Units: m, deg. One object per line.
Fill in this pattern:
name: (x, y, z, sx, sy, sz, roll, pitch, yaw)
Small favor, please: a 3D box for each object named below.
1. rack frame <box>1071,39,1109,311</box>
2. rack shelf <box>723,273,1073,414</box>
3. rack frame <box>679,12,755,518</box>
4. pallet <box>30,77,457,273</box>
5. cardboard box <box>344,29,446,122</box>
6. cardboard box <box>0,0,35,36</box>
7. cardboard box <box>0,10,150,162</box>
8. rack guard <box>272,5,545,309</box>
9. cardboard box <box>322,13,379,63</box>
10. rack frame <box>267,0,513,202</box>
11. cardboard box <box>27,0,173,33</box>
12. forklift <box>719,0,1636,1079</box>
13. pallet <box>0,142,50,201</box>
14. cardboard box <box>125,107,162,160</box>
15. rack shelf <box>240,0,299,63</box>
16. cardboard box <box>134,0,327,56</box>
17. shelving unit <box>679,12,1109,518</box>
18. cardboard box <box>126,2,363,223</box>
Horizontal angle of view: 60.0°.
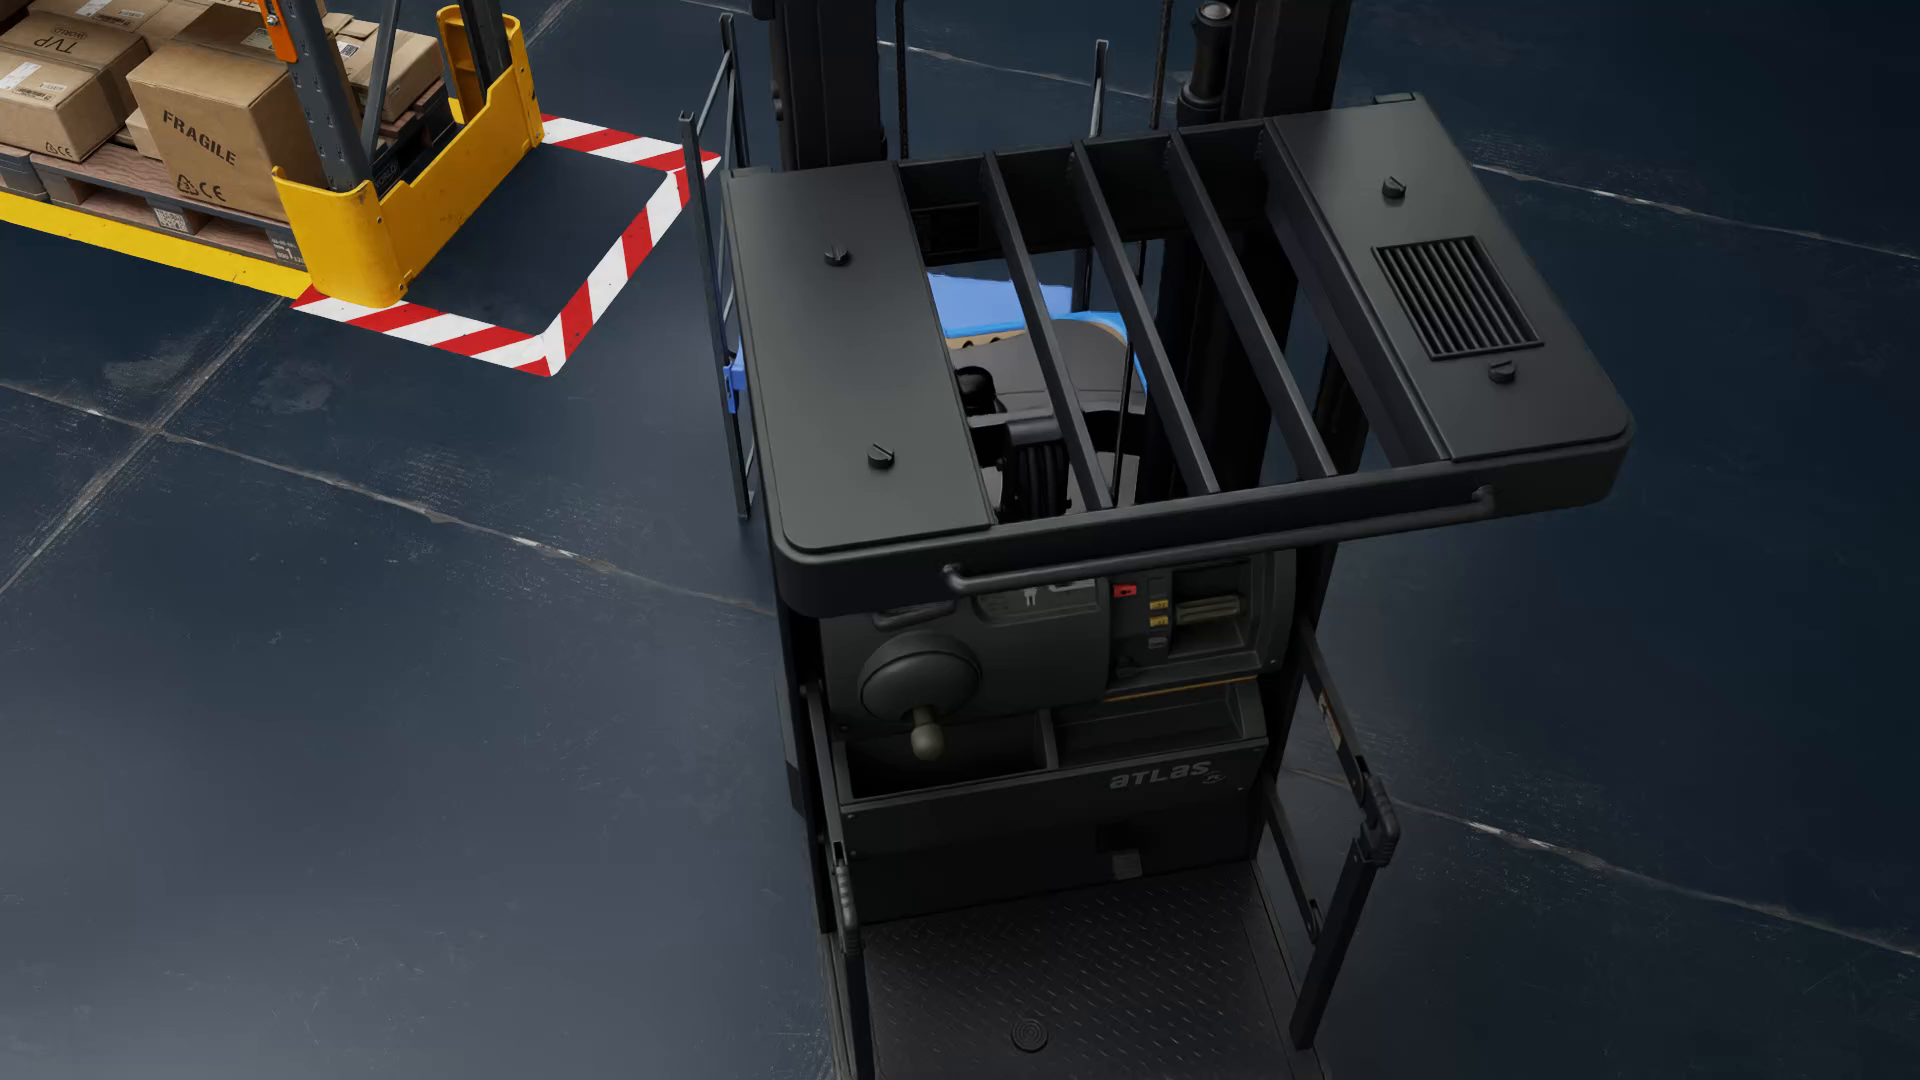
rack frame: (0.347, -0.650, 4.821, 0.032, 1.500, 0.500, 6, 49, 5)
rack shelf: (-0.157, -0.582, 5.000, 1.000, 0.185, 0.538, 6, 49, 5)
rack frame: (-0.661, -0.749, 4.907, 0.032, 1.500, 0.500, 6, 49, 5)
pallet: (-2.754, -1.552, 6.456, 1.213, 0.211, 1.003, 16, 51, 13)
cardboard box: (-2.208, -1.801, 6.421, 0.250, 0.149, 0.380, 16, 51, 13)
cardboard box: (-3.923, -2.123, 6.466, 0.637, 0.503, 0.797, 16, 51, 13)
cardboard box: (-3.411, -1.719, 6.283, 0.500, 0.250, 0.500, 16, 51, 13)
rack guard: (-2.006, -1.439, 6.166, 0.348, 0.500, 1.175, 16, 51, 13)
cardboard box: (-2.443, -1.872, 6.472, 0.250, 0.166, 0.380, 16, 51, 13)
rack frame: (-1.935, -2.237, 5.204, 0.127, 3.000, 1.000, 16, 51, 13)
cardboard box: (-3.284, -2.086, 6.602, 0.500, 0.250, 0.500, 16, 51, 13)
forklift: (0.237, 0.285, 3.063, 1.130, 2.935, 3.031, -8, 50, -7)
pallet: (-3.895, -1.873, 6.734, 1.213, 0.211, 1.003, 16, 51, 13)
cardboard box: (-2.879, -1.591, 6.228, 0.250, 0.166, 0.380, 16, 51, 13)
rack shelf: (-3.811, -2.526, 5.930, 4.000, 0.370, 1.077, 16, 51, 13)
cardboard box: (-2.815, -1.955, 6.488, 0.500, 0.250, 0.500, 16, 51, 13)
shelving unit: (-0.157, -0.700, 4.864, 1.048, 1.500, 0.538, 6, 49, 5)
cardboard box: (-2.530, -1.531, 5.955, 0.500, 0.500, 0.500, 16, 51, 13)
